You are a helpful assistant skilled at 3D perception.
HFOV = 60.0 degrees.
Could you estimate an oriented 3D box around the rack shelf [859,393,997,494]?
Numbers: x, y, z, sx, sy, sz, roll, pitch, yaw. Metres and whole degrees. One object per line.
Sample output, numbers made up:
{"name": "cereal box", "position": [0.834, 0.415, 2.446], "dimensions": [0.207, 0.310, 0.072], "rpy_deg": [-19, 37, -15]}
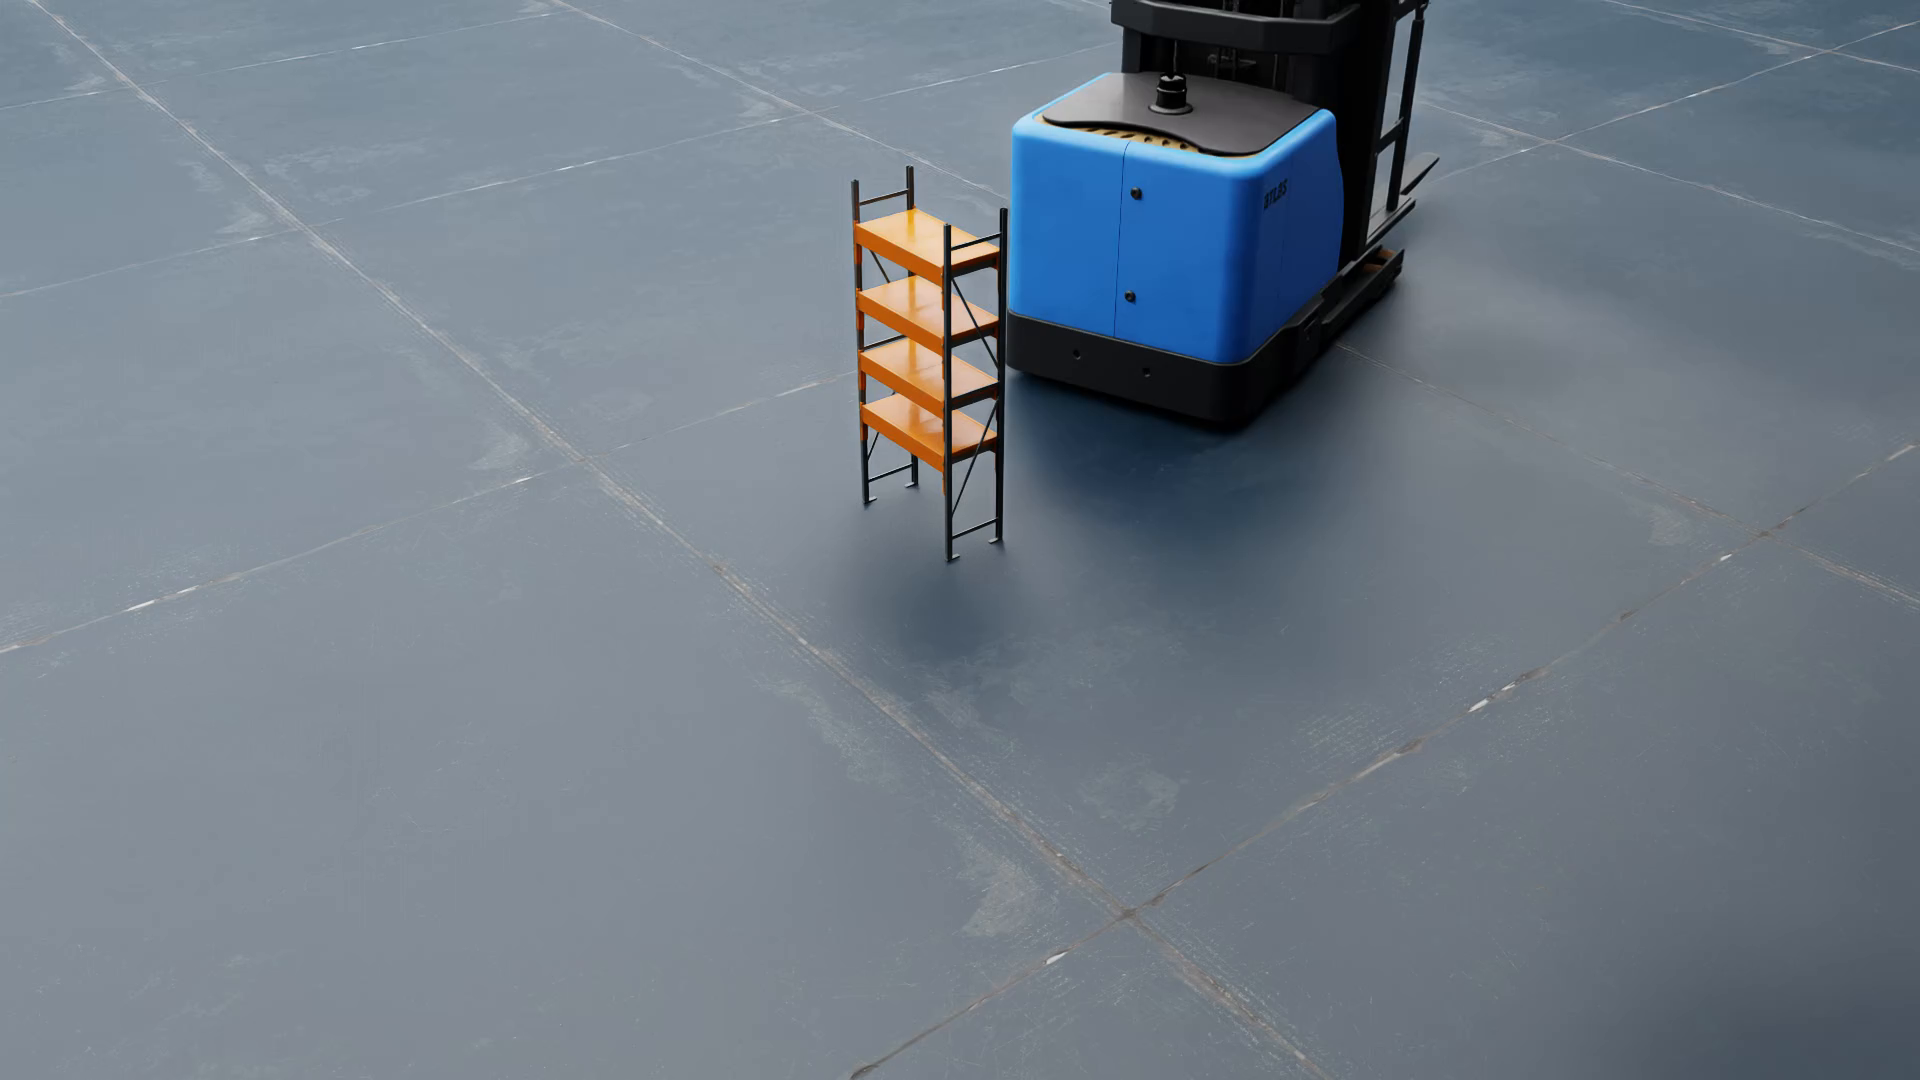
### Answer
{"name": "rack shelf", "position": [-0.102, -0.353, 5.685], "dimensions": [0.258, 0.148, 0.480], "rpy_deg": [-22, 38, -31]}

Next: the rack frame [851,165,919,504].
{"name": "rack frame", "position": [-0.251, -0.680, 5.708], "dimensions": [0.240, 1.200, 0.015], "rpy_deg": [-22, 38, -31]}

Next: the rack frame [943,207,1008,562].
{"name": "rack frame", "position": [0.048, -0.477, 5.381], "dimensions": [0.240, 1.200, 0.015], "rpy_deg": [-22, 38, -31]}

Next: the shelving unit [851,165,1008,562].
{"name": "shelving unit", "position": [-0.101, -0.579, 5.545], "dimensions": [0.258, 1.200, 0.503], "rpy_deg": [-22, 38, -31]}

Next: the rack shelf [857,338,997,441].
{"name": "rack shelf", "position": [-0.101, -0.522, 5.580], "dimensions": [0.258, 0.148, 0.480], "rpy_deg": [-22, 38, -31]}

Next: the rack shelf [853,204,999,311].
{"name": "rack shelf", "position": [-0.101, -0.912, 5.337], "dimensions": [0.258, 0.148, 0.480], "rpy_deg": [-22, 38, -31]}

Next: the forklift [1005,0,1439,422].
{"name": "forklift", "position": [1.376, -2.438, 6.898], "dimensions": [1.130, 2.935, 3.031], "rpy_deg": [18, 36, 26]}

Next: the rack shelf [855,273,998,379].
{"name": "rack shelf", "position": [-0.101, -0.712, 5.462], "dimensions": [0.258, 0.148, 0.480], "rpy_deg": [-22, 38, -31]}
